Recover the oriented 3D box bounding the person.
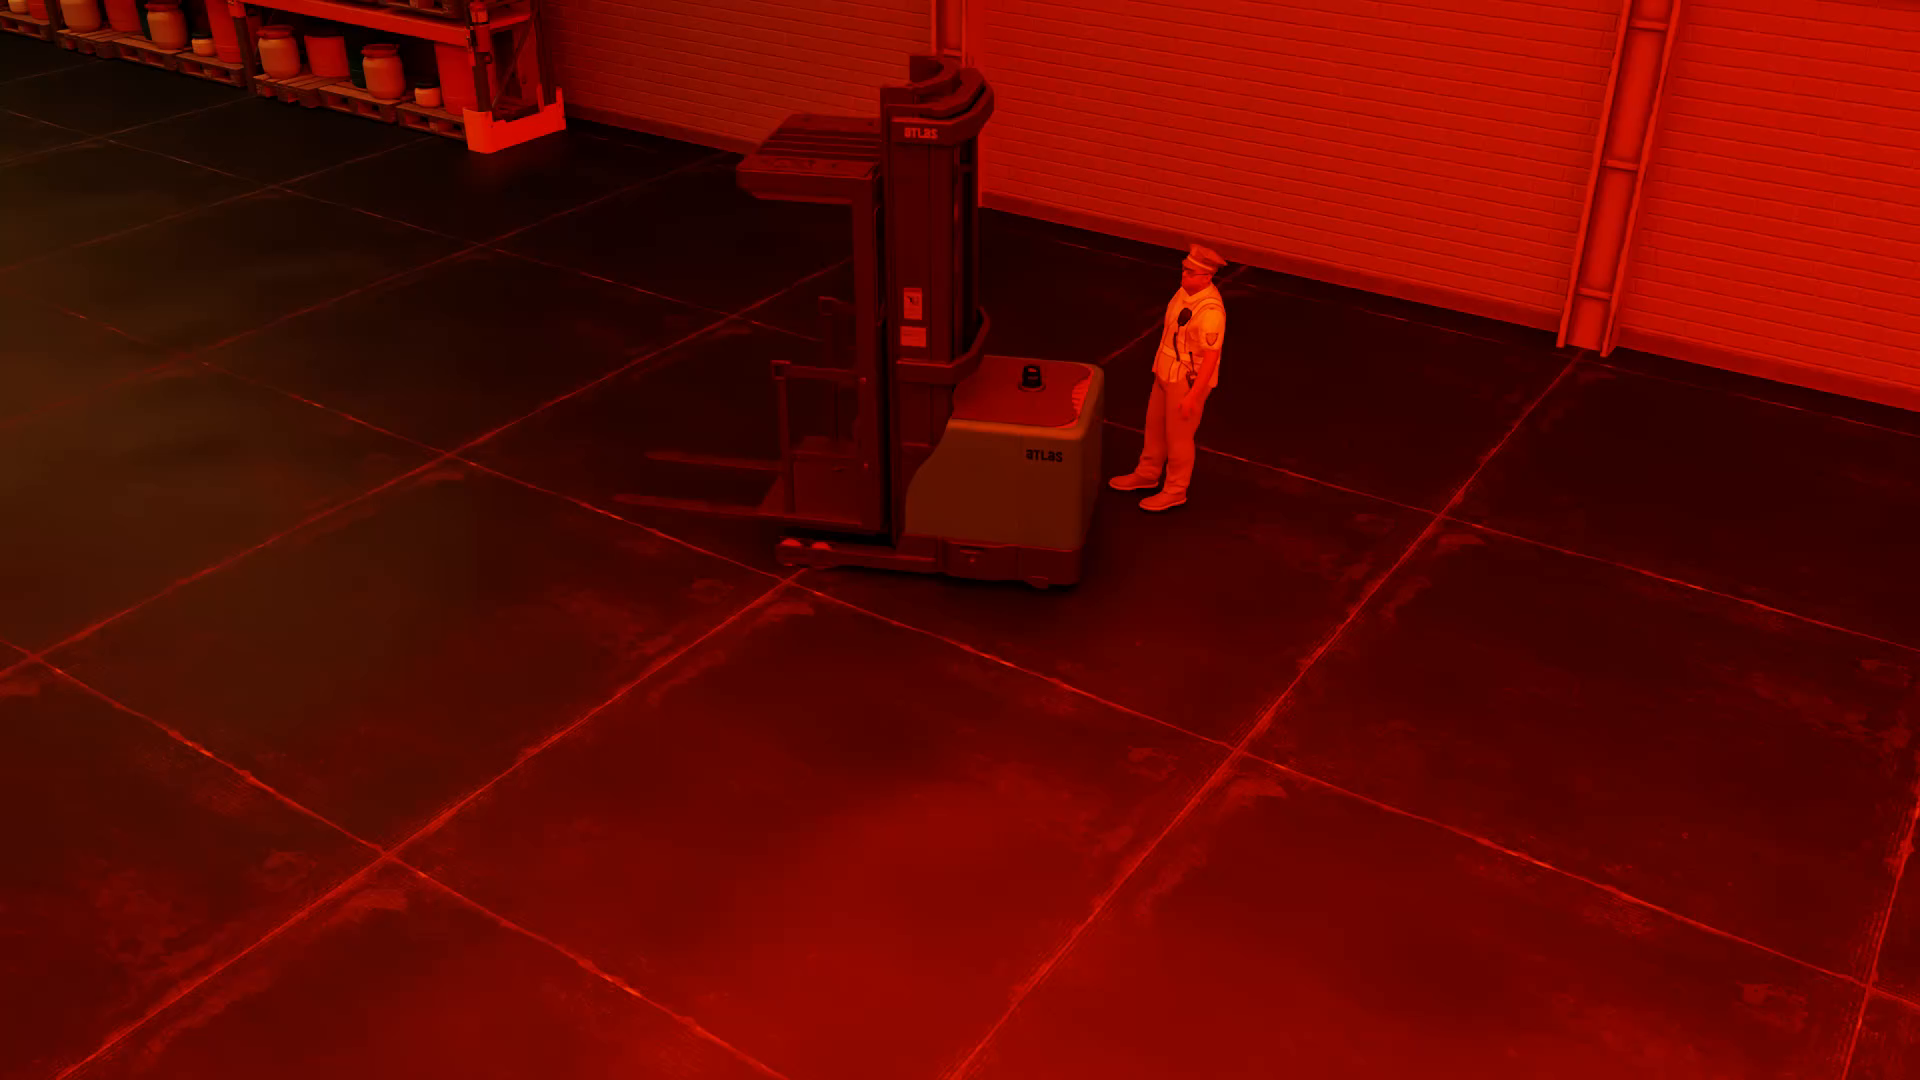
[{"bbox_3d":[1.328,-1.023,10.472,0.575,1.780,0.640,-6,31,-10],"label":"person"}]

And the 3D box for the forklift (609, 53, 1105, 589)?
[{"bbox_3d":[-0.669,-1.338,9.885,3.031,2.935,1.130,6,31,10],"label":"forklift"}]
